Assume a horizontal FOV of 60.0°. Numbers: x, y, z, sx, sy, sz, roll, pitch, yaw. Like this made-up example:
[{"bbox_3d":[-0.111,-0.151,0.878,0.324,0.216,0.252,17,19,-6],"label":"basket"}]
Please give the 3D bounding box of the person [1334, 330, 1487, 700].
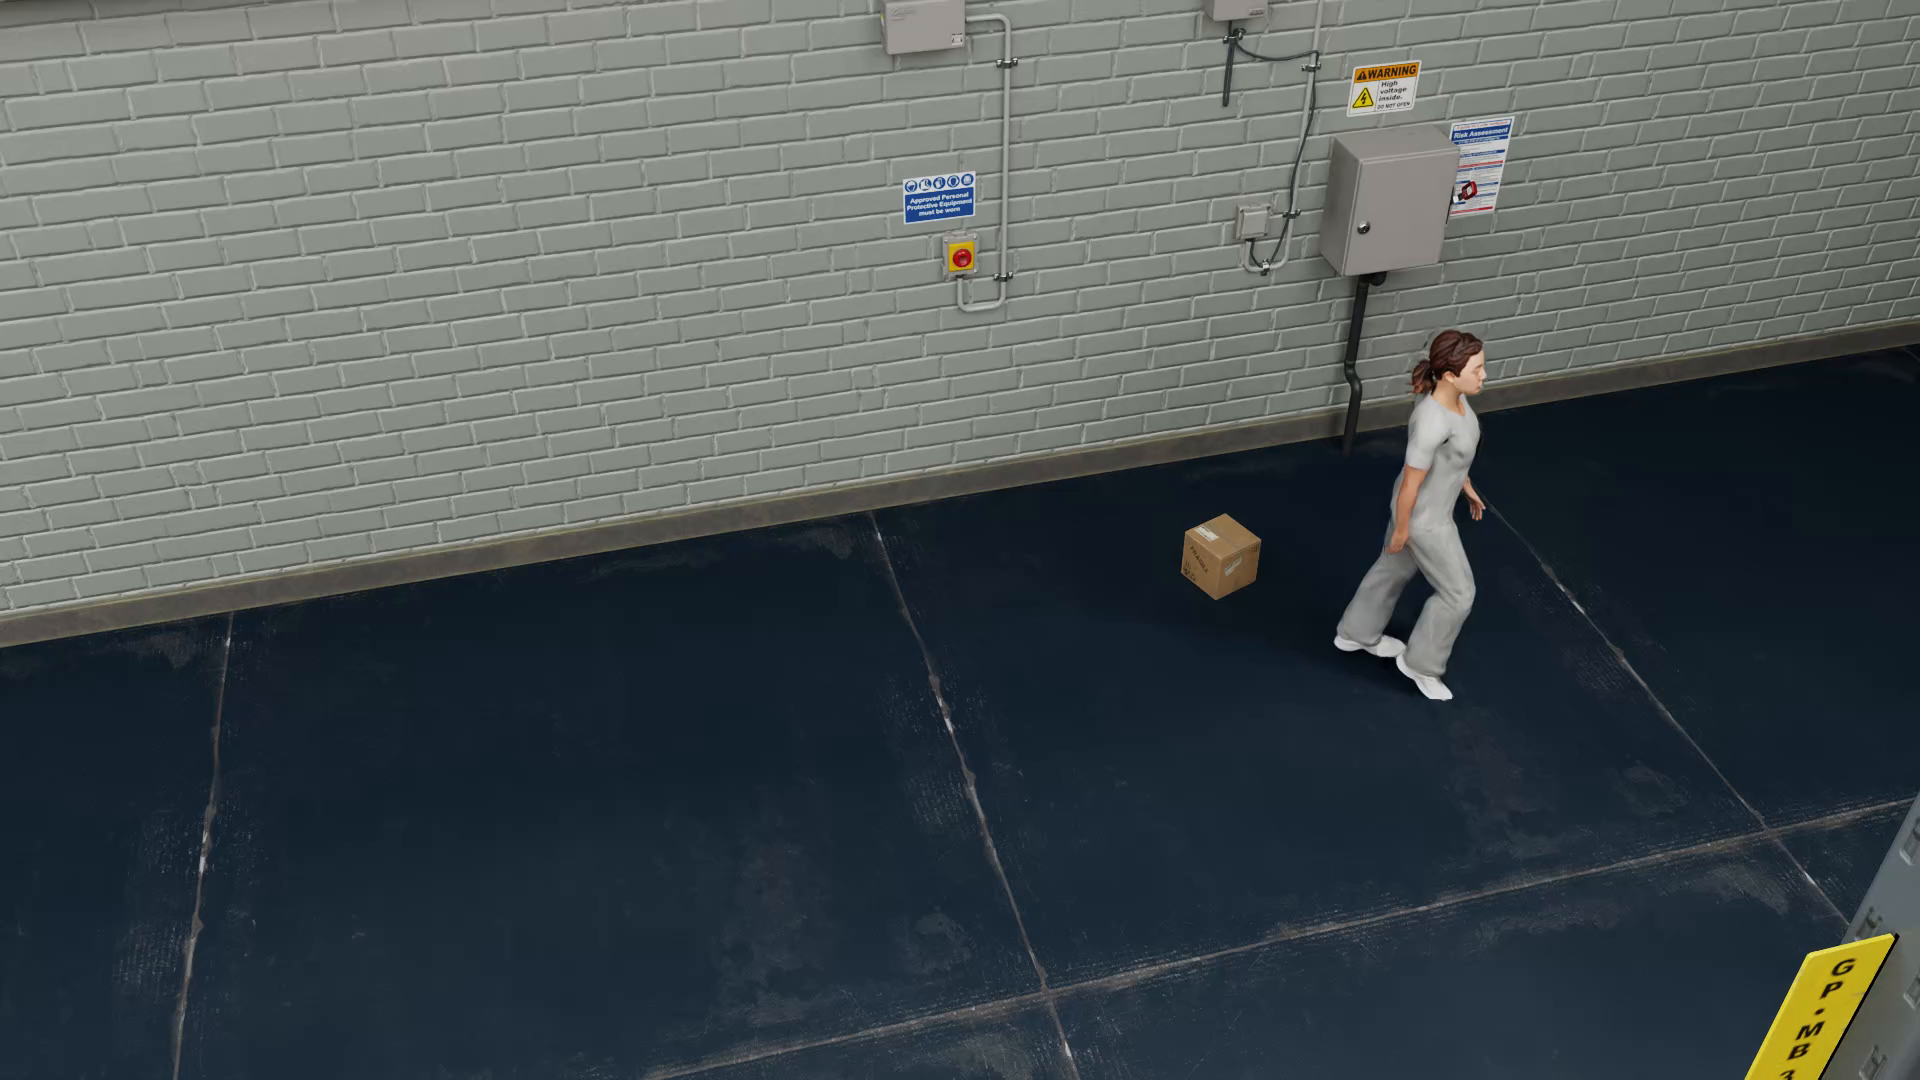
[{"bbox_3d":[1.922,-0.099,6.854,0.546,1.722,0.455,12,40,15],"label":"person"}]
